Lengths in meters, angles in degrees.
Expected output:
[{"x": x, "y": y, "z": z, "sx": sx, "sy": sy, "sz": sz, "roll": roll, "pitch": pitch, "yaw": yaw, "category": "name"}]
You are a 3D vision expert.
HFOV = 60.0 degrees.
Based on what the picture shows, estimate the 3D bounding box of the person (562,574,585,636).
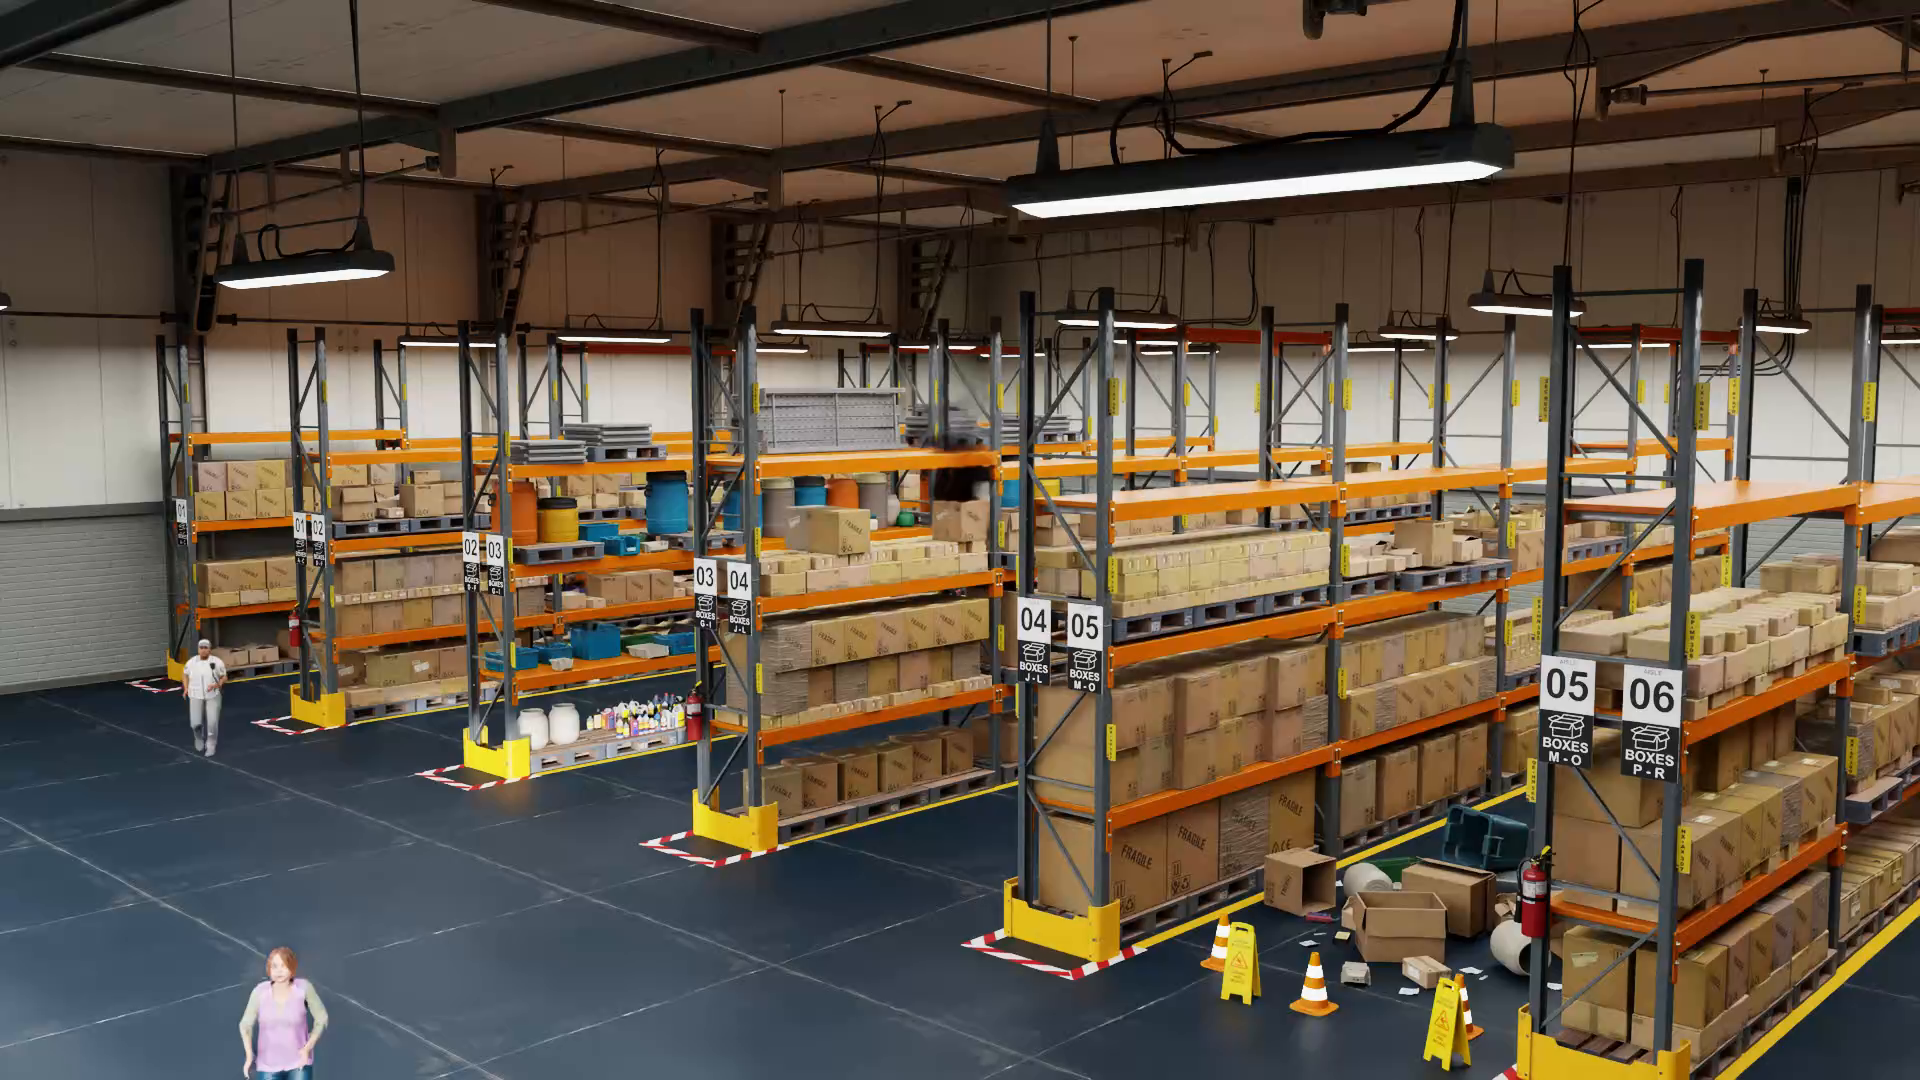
[{"x": -7.285, "y": 1.449, "z": 31.020, "sx": 0.576, "sy": 1.600, "sz": 0.573, "roll": 4, "pitch": 7, "yaw": 39, "category": "person"}]

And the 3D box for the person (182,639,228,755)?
[{"x": -10.480, "y": 2.193, "z": 23.067, "sx": 0.598, "sy": 1.629, "sz": 0.552, "roll": -2, "pitch": 6, "yaw": -20, "category": "person"}]

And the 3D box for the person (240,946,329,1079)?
[{"x": -4.379, "y": 3.393, "z": 10.796, "sx": 0.544, "sy": 1.559, "sz": 0.544, "roll": -2, "pitch": 6, "yaw": -17, "category": "person"}]
